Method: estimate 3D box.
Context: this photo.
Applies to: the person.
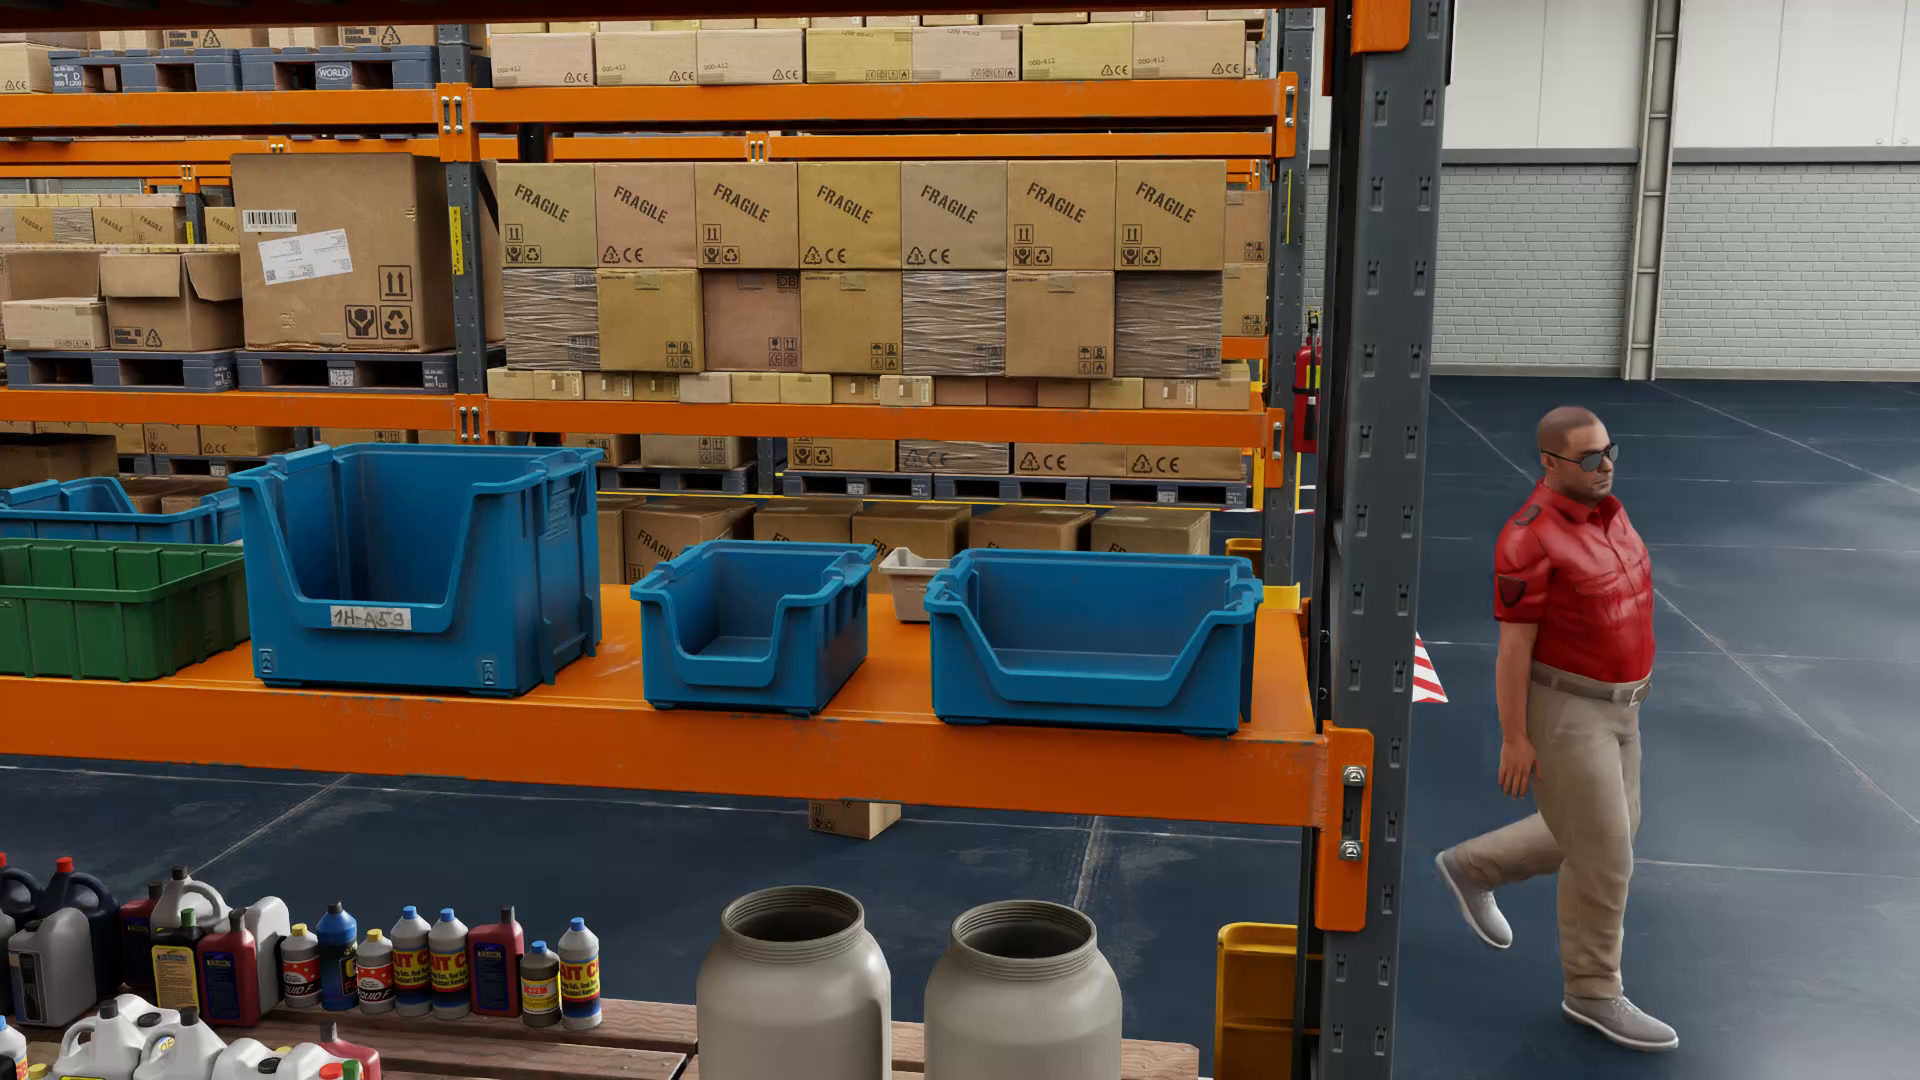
[{"bbox_3d":[1.644,0.468,4.556,0.551,1.693,0.809,-11,15,-43],"label":"person"}]
